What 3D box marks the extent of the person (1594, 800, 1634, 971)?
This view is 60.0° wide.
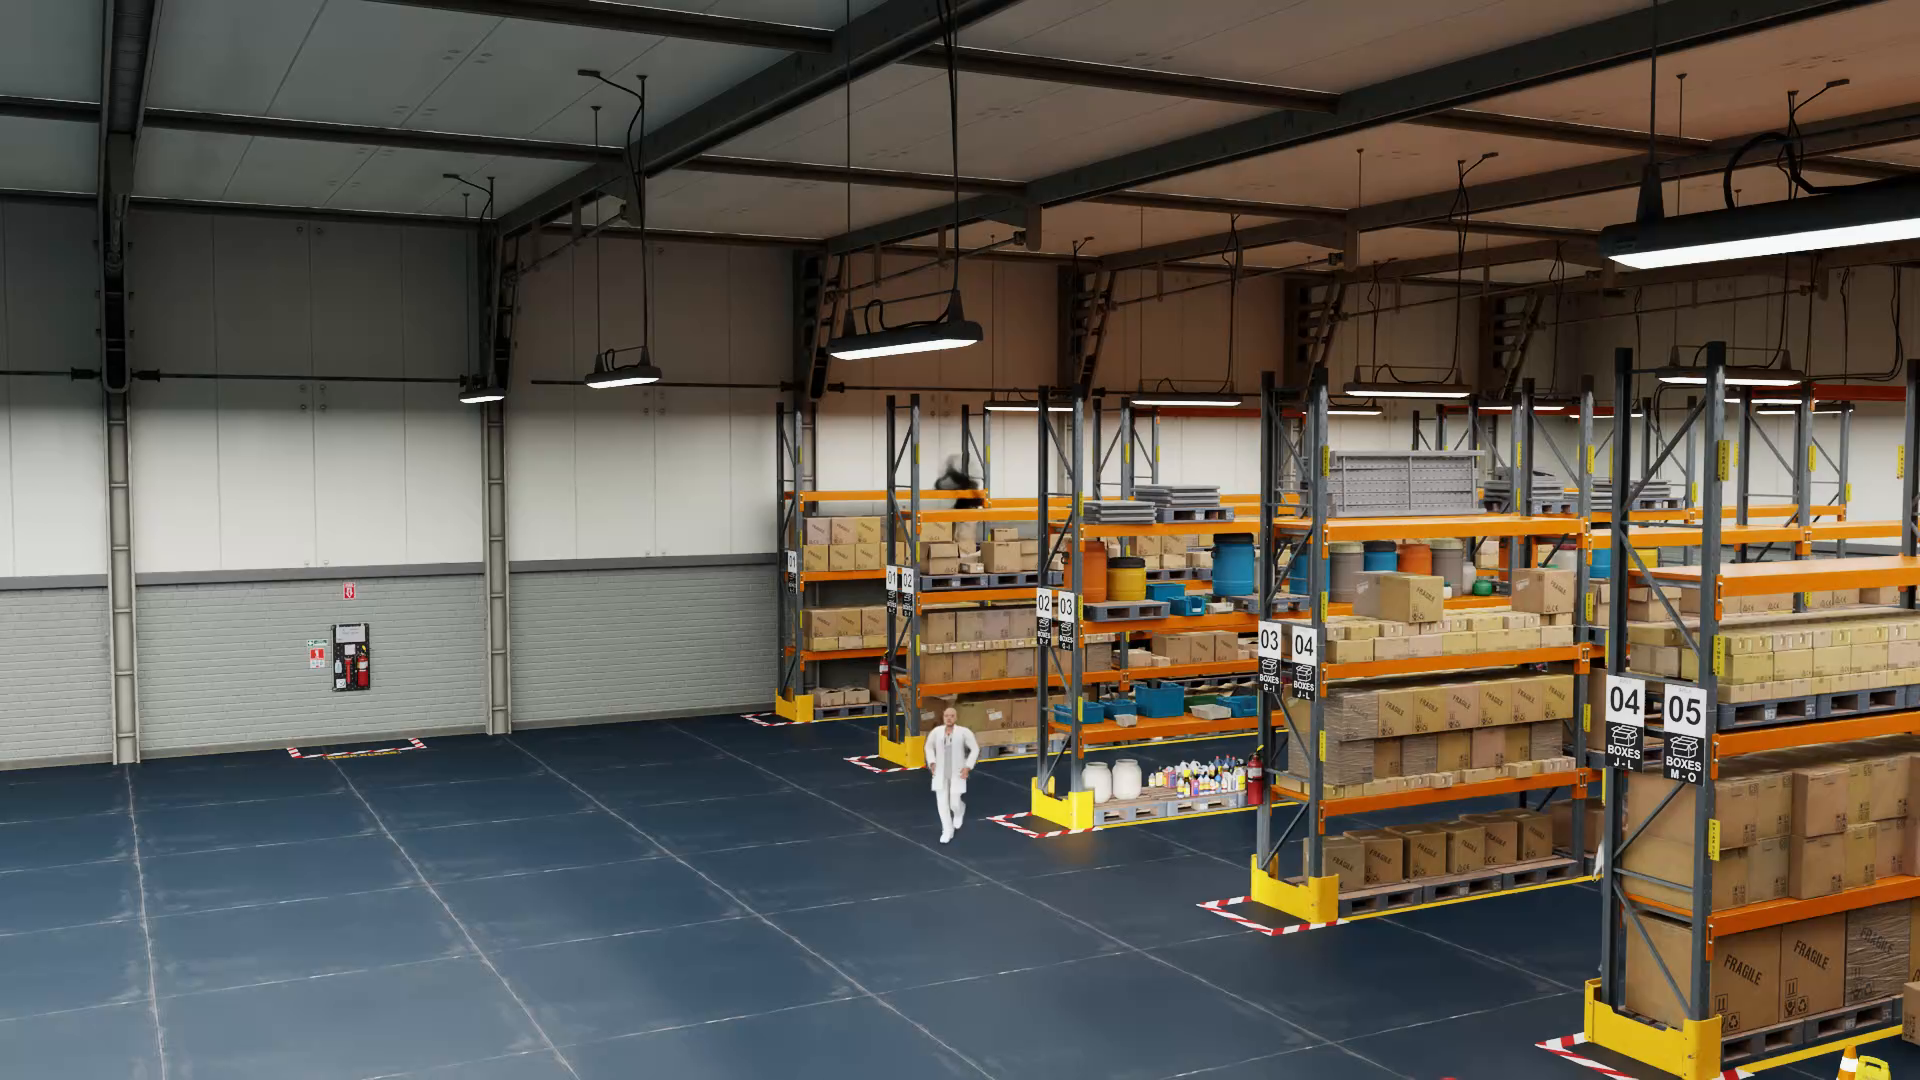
[{"bbox_3d":[6.568,3.395,16.515,0.691,1.687,0.625,-2,4,-37],"label":"person"}]

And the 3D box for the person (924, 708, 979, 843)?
[{"bbox_3d":[-0.120,3.087,21.840,0.736,1.542,0.661,1,3,10],"label":"person"}]
